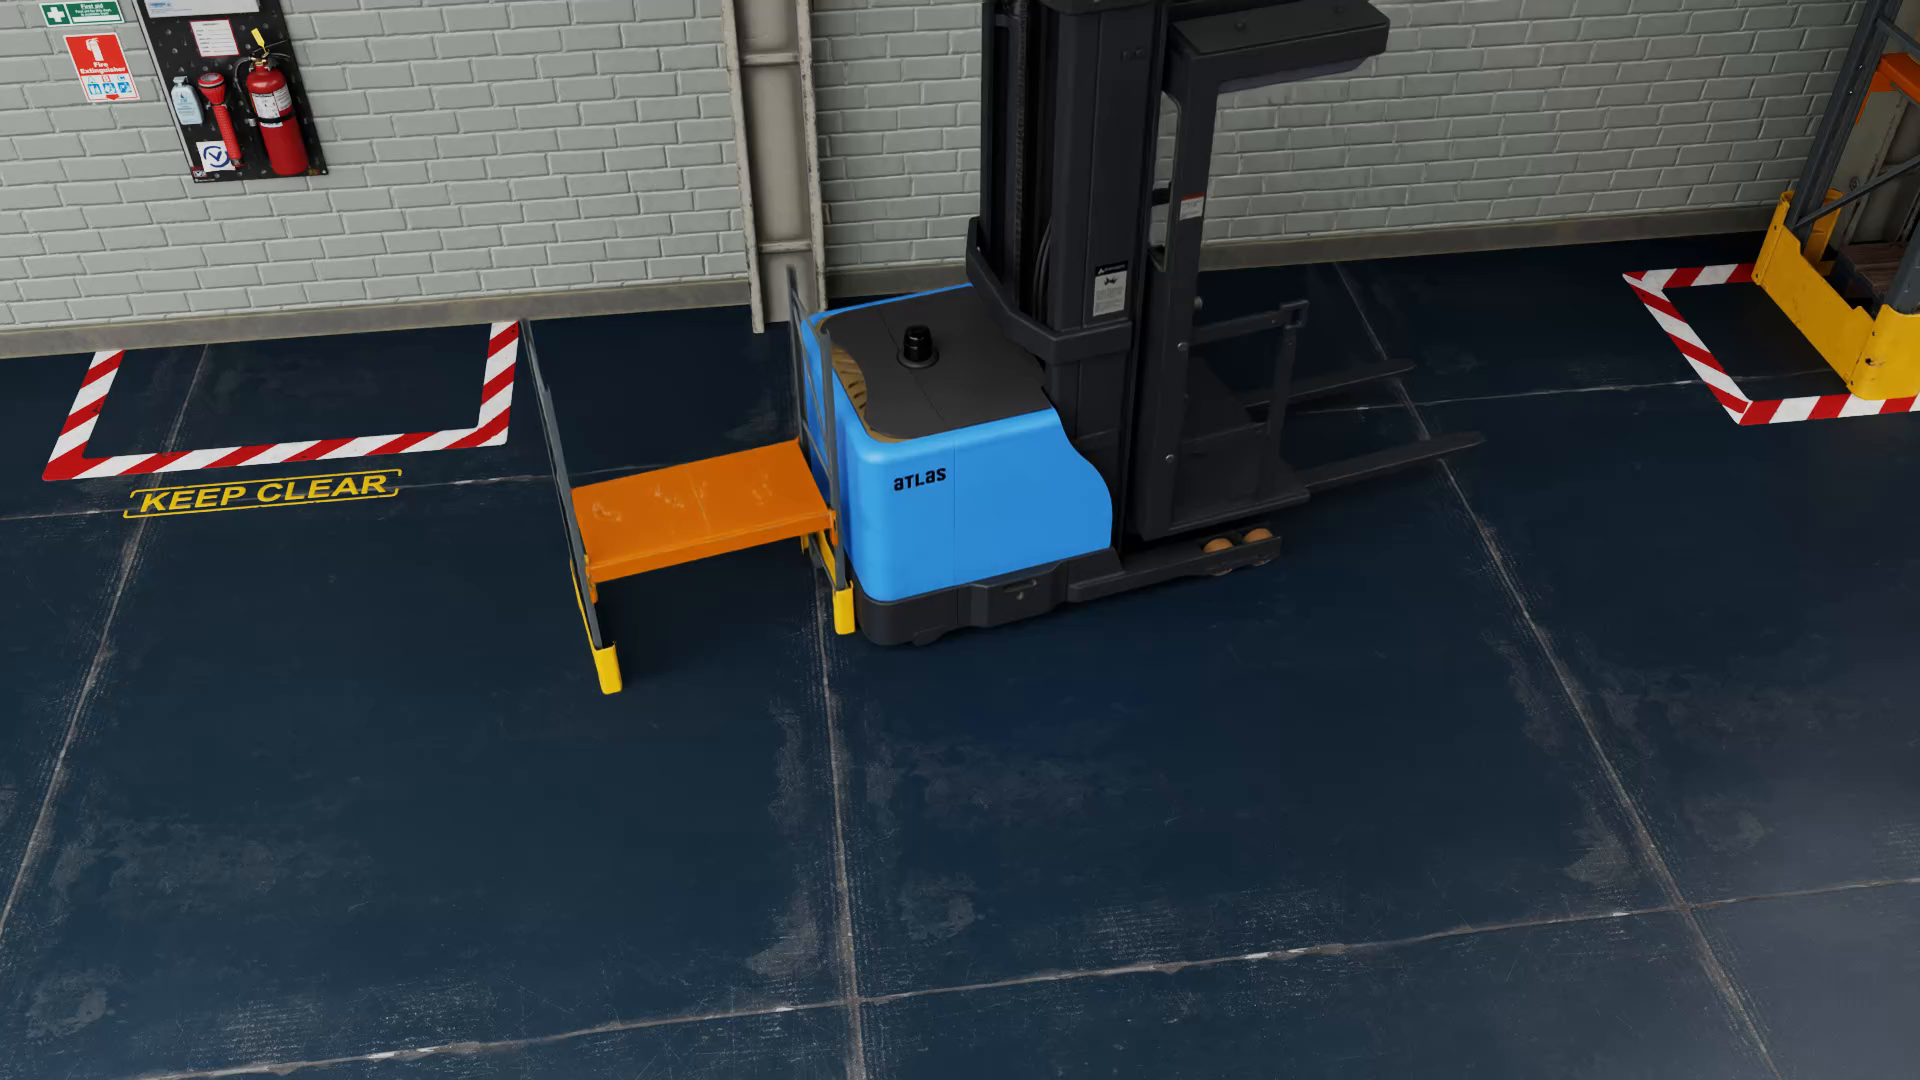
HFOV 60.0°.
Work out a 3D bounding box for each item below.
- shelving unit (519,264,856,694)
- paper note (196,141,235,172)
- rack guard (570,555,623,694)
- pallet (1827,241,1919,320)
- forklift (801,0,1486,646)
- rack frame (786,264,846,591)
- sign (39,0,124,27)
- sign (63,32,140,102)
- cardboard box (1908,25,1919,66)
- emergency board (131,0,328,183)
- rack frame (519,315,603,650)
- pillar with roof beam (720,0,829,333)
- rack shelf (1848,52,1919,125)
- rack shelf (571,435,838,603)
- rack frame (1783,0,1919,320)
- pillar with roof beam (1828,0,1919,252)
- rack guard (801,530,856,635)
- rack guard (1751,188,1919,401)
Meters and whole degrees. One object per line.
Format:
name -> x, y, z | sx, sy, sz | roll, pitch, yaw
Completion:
shelving unit -> -1.041, -0.232, 6.603 | 1.083, 1.500, 0.587 | -14, 44, -15
paper note -> -3.538, -1.824, 7.906 | 0.142, 0.148, 0.016 | -5, 42, -6
rack guard -> -1.510, 0.345, 6.896 | 0.087, 0.250, 0.587 | -14, 44, -15
pallet -> 5.355, -1.214, 8.654 | 1.213, 0.211, 1.003 | -5, 42, -6
forklift -> 0.883, -1.252, 6.664 | 3.031, 2.935, 1.130 | -14, 44, -15
rack frame -> -0.572, -0.346, 6.728 | 0.032, 1.500, 0.500 | -14, 44, -15
sign -> -3.910, -2.346, 7.404 | 0.331, 0.109, 0.001 | -5, 42, -6
sign -> -3.915, -2.155, 7.588 | 0.234, 0.329, 0.001 | -5, 42, -6
cardboard box -> 4.907, -2.317, 7.891 | 0.500, 0.250, 0.500 | -4, 42, -5
emergency board -> -3.354, -2.121, 7.577 | 0.643, 1.169, 0.194 | -5, 42, -6
rack frame -> -1.528, -0.115, 6.472 | 0.032, 1.500, 0.500 | -14, 44, -15
pillar with roof beam -> -0.340, -1.679, 2.608 | 0.400, 9.000, 9.100 | -5, 42, -6
rack shelf -> 6.452, -2.102, 8.094 | 4.000, 0.370, 1.077 | -5, 42, -6
rack shelf -> -1.050, -0.096, 6.721 | 1.000, 0.185, 0.538 | -14, 44, -15
rack frame -> 4.469, -2.196, 7.660 | 0.127, 3.000, 1.000 | -5, 42, -6
pillar with roof beam -> 5.609, -2.200, 3.185 | 0.400, 9.000, 9.100 | -5, 42, -6
rack guard -> -0.573, 0.119, 7.147 | 0.087, 0.250, 0.587 | -14, 44, -15
rack guard -> 4.544, -1.274, 8.505 | 0.348, 0.500, 1.175 | -5, 42, -6
